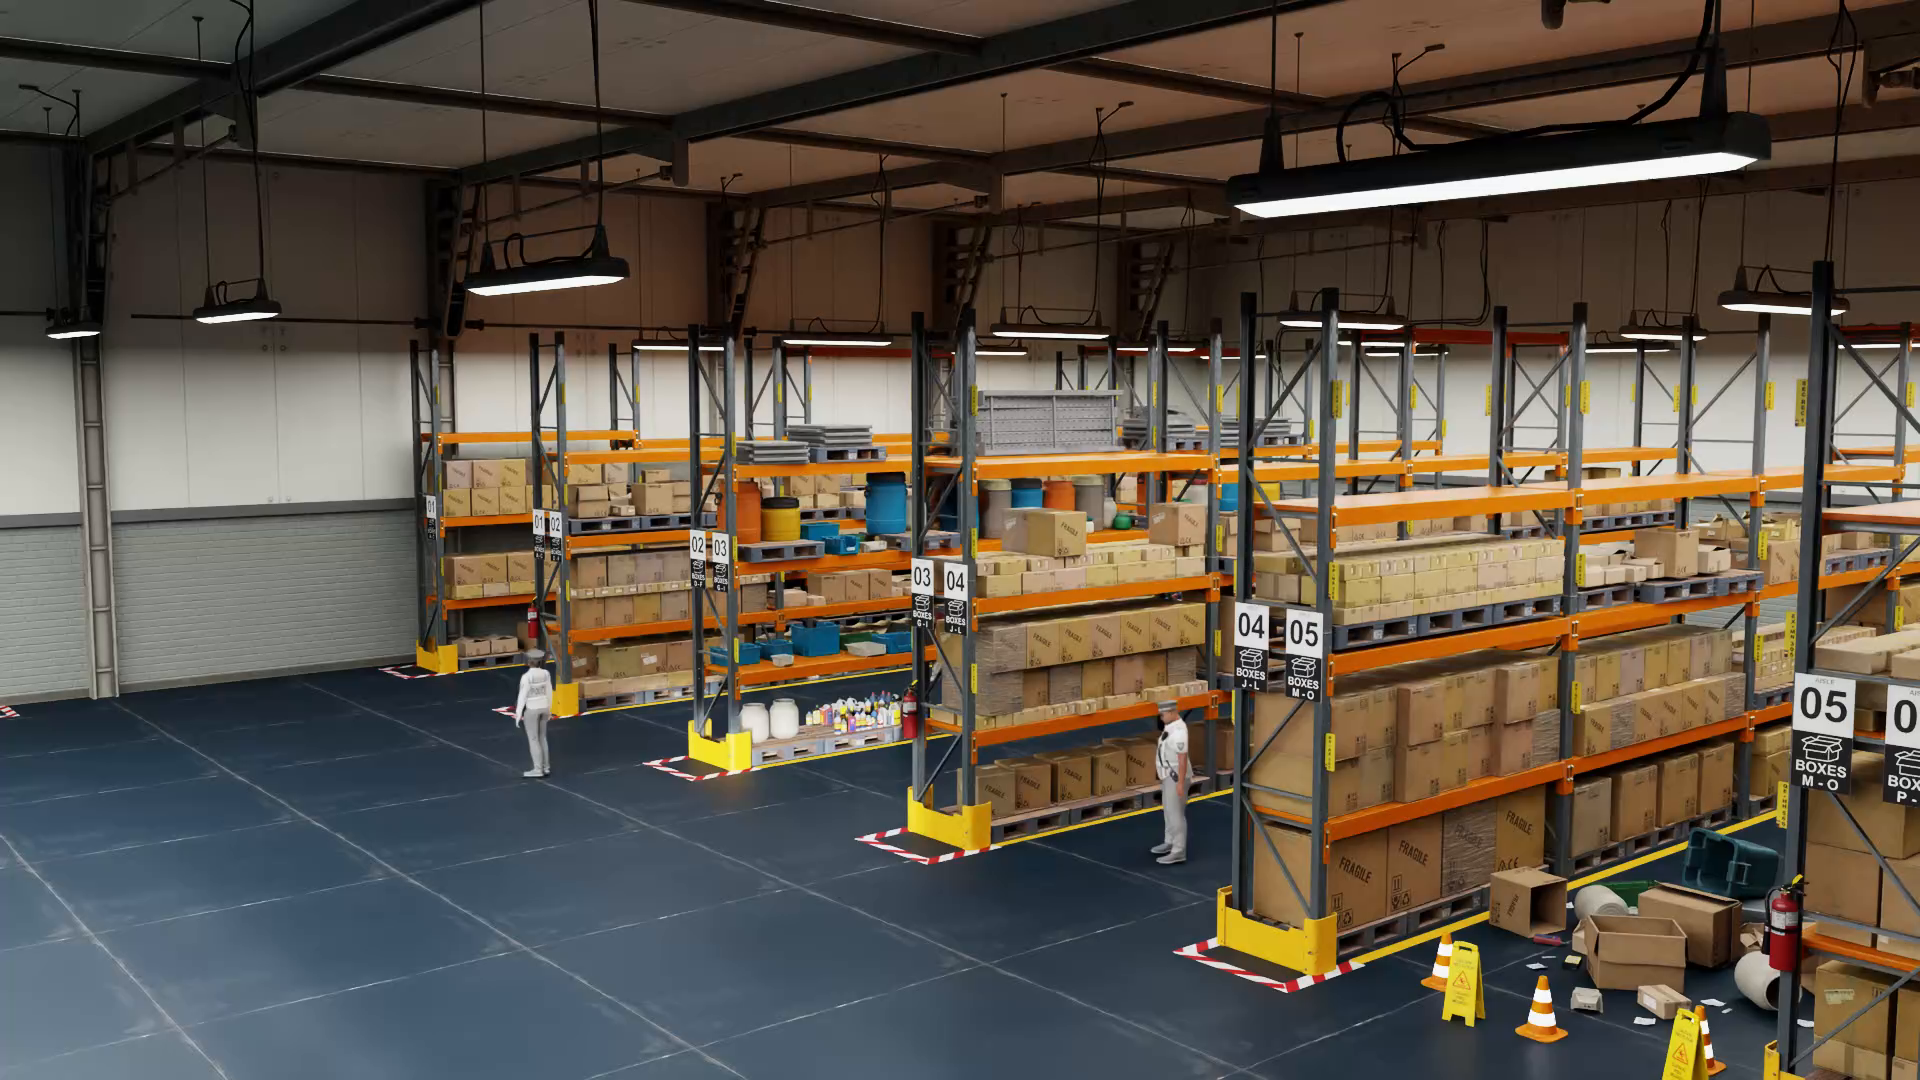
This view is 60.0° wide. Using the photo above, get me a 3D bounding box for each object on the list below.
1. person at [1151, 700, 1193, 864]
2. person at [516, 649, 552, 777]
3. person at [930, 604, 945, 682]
[{"bbox_3d":[2.329,2.613,18.200,0.434,1.744,0.620,0,5,2],"label":"person"},{"bbox_3d":[-5.631,2.302,22.017,0.388,1.720,0.596,3,6,31],"label":"person"},{"bbox_3d":[-0.313,1.640,29.122,0.420,1.621,0.976,5,7,44],"label":"person"}]
